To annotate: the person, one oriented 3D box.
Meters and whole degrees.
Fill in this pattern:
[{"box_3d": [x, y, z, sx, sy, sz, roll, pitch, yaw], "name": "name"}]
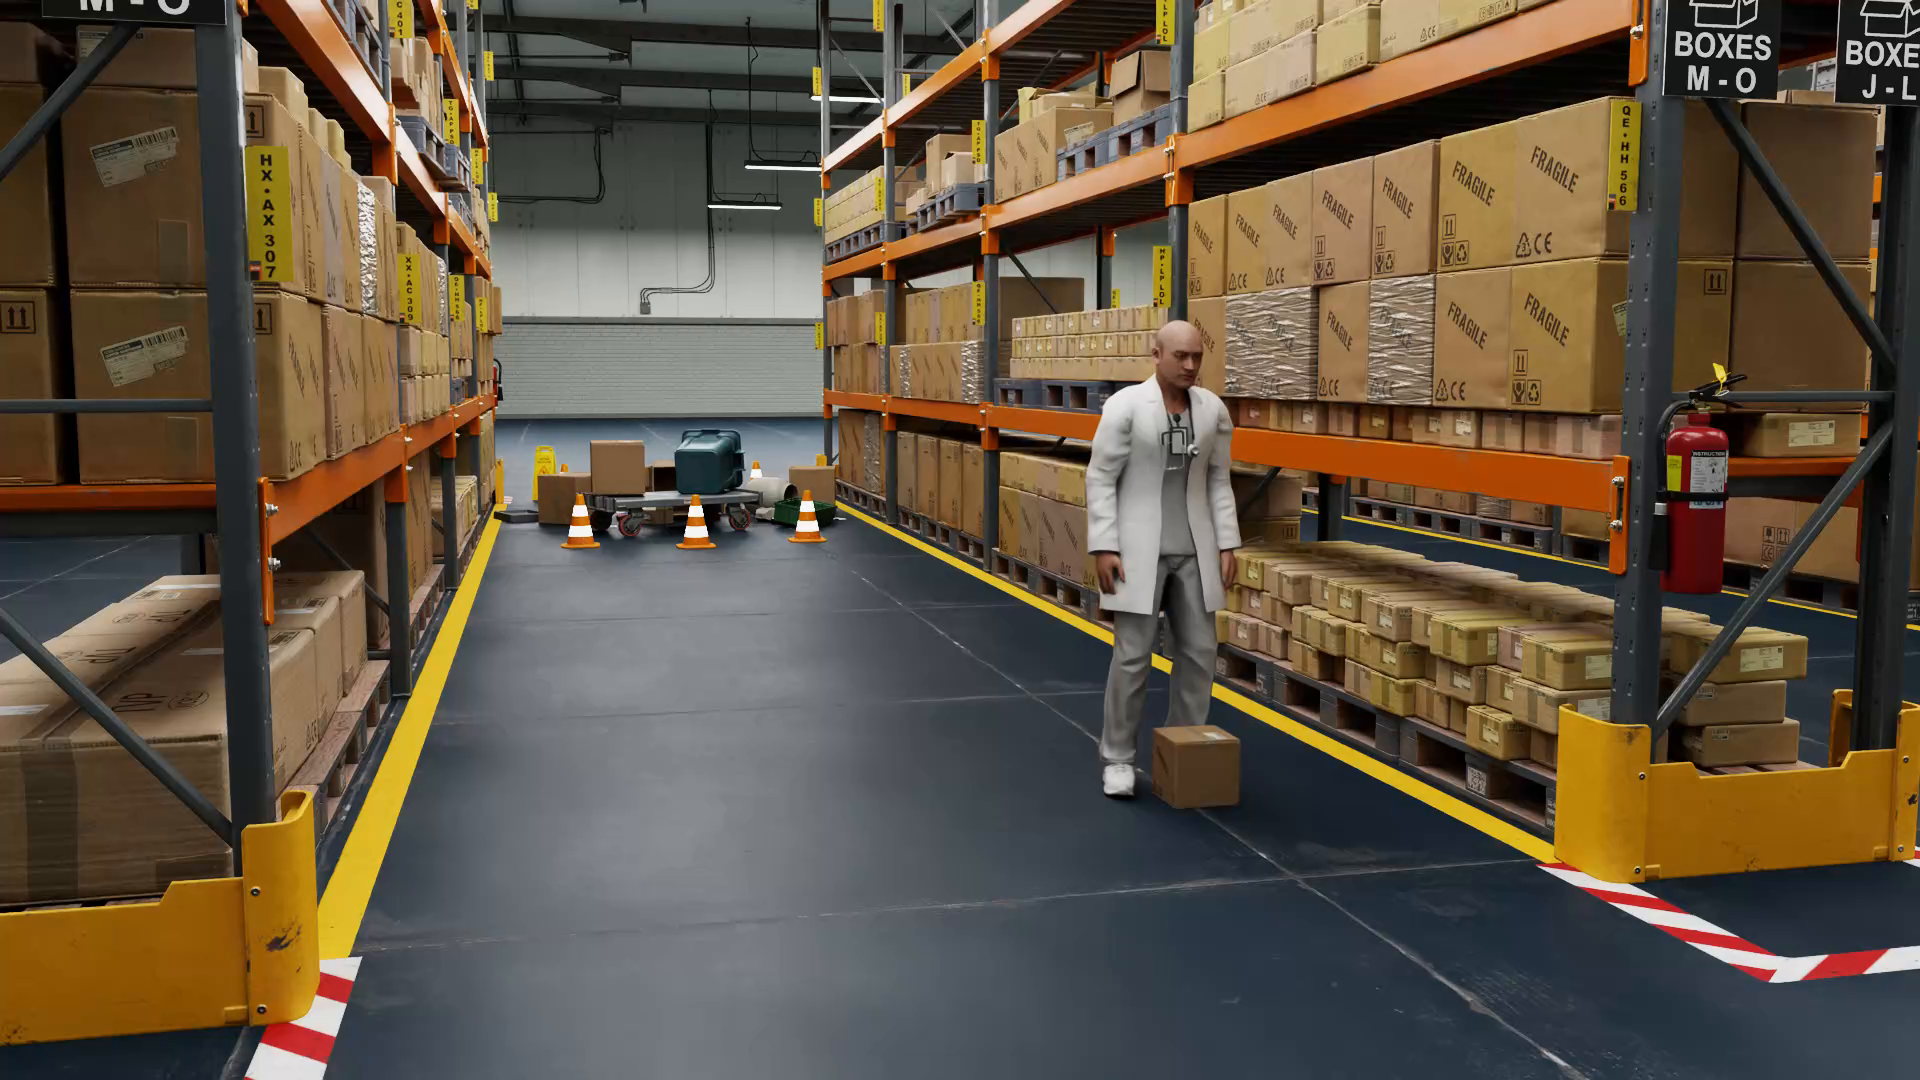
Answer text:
[{"box_3d": [0.782, 0.059, 6.325, 0.633, 1.773, 0.430, -2, 6, -18], "name": "person"}]
